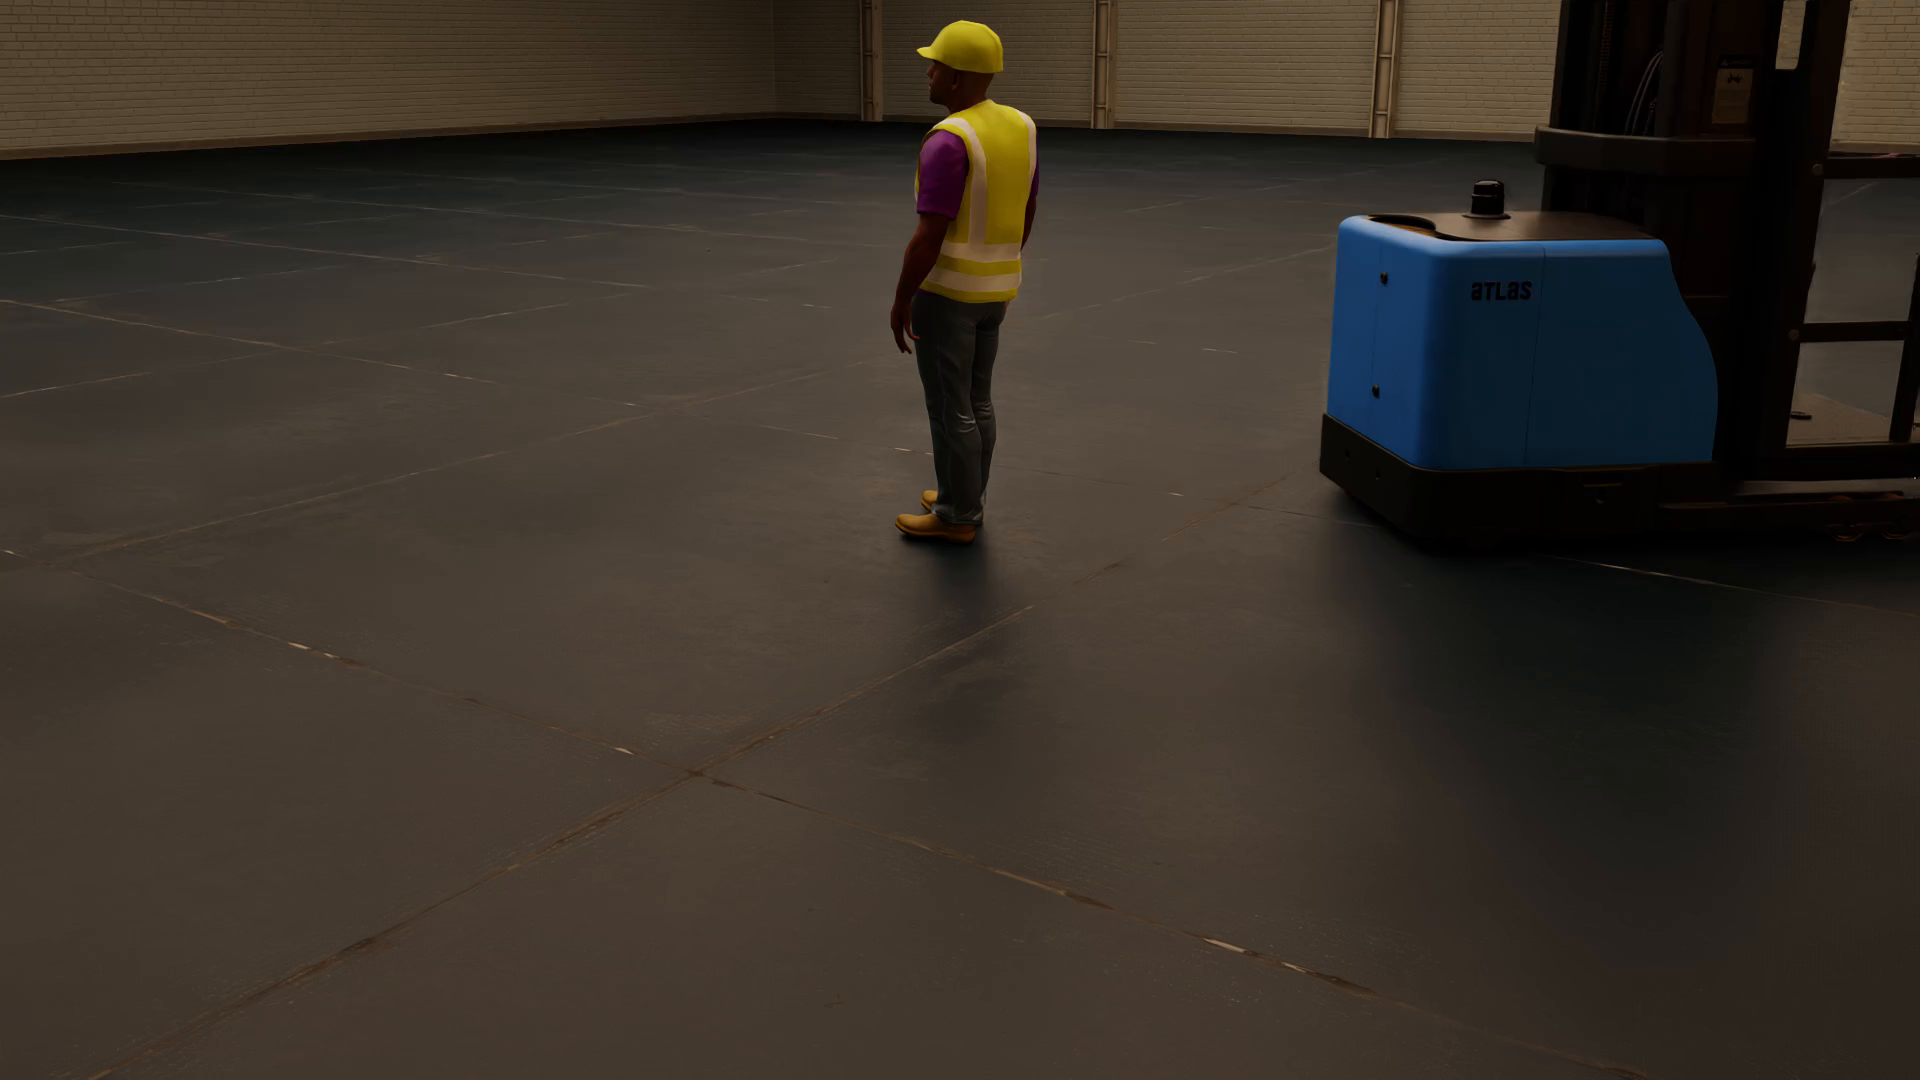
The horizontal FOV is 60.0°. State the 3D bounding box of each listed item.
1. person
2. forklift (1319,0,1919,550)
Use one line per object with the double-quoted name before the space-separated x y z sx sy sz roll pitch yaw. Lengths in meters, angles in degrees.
"person" -0.054 -0.866 5.736 0.575 1.768 0.665 11 20 33
"forklift" 2.987 -1.543 5.991 3.031 2.935 1.130 -2 17 -8
